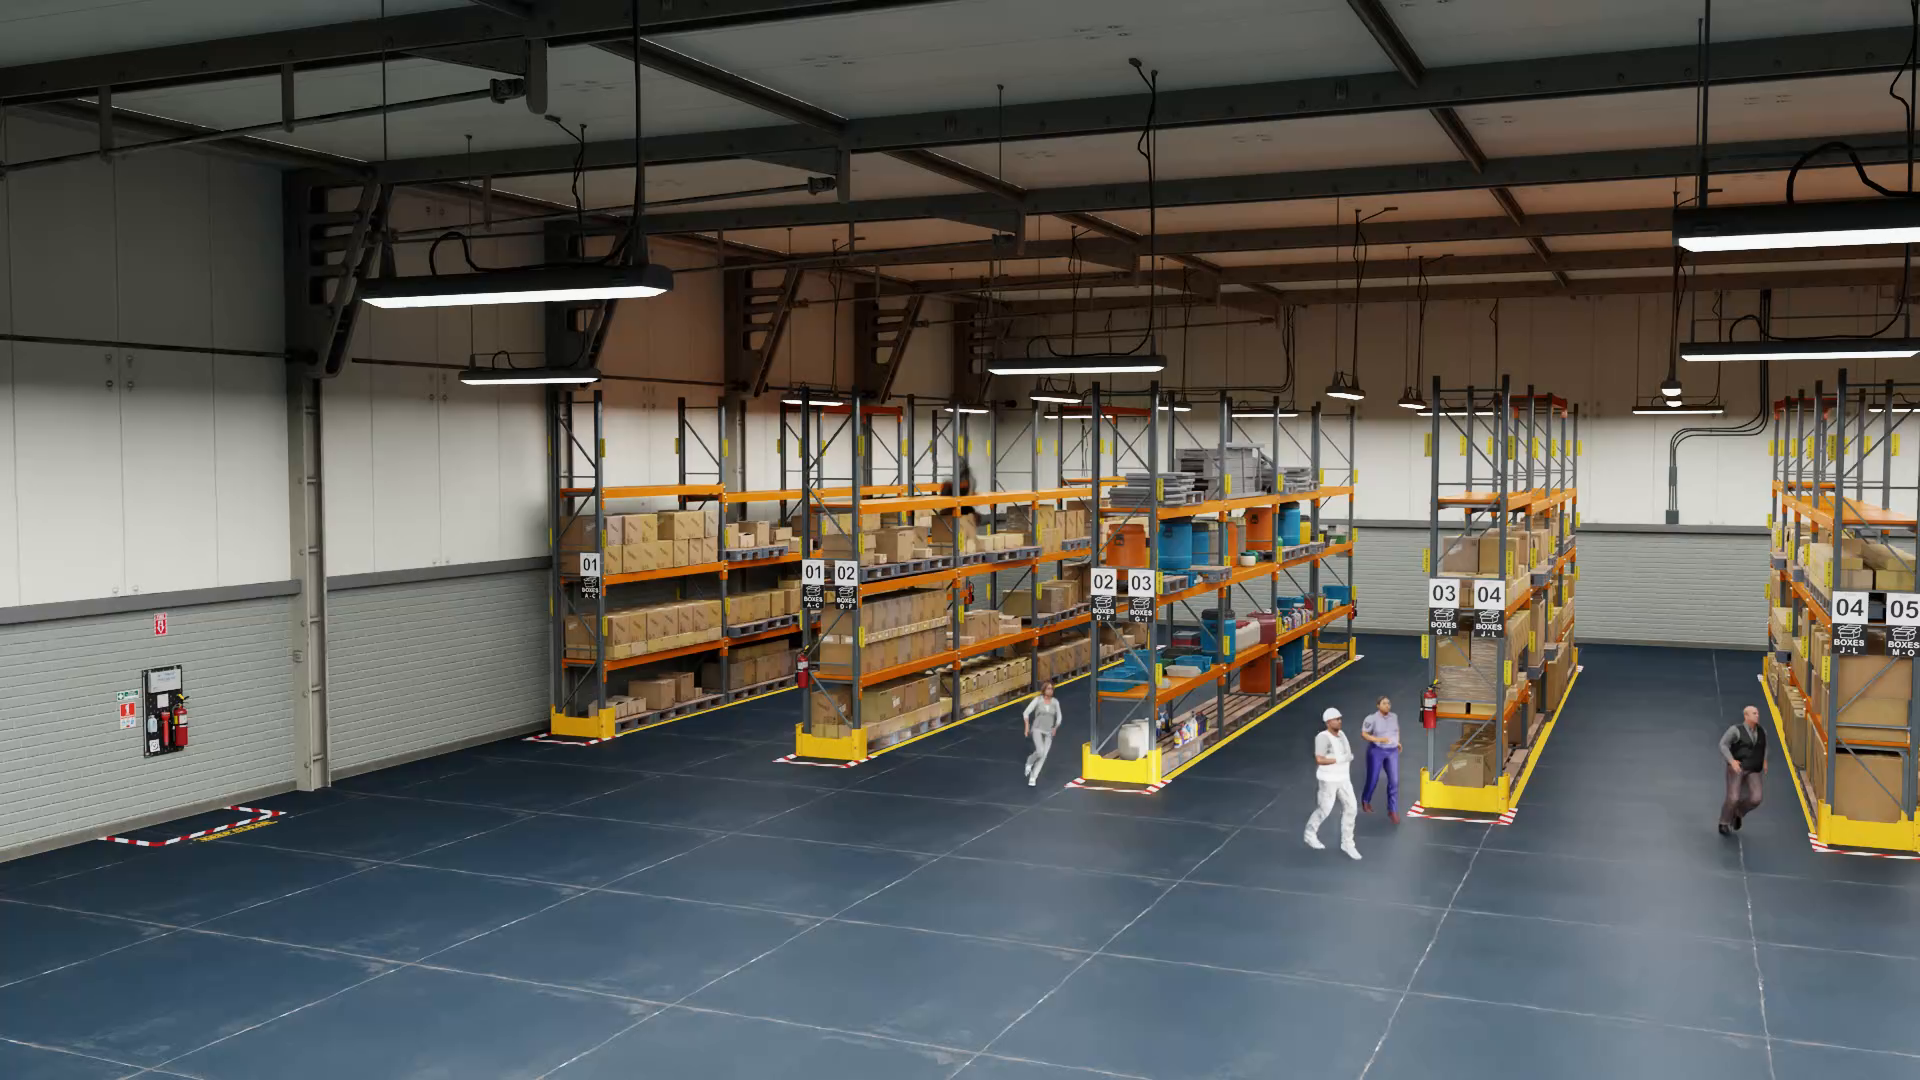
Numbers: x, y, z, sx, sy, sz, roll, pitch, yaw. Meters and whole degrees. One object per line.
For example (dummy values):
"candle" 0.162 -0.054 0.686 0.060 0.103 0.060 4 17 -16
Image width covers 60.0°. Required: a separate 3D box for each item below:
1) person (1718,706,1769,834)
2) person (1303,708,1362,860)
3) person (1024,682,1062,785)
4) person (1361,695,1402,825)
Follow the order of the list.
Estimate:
"person" 10.188 2.984 21.498 0.714 1.664 0.528 0 3 1
"person" 4.561 2.972 20.400 0.664 1.836 0.775 -3 4 -39
"person" 1.256 2.881 24.683 0.569 1.511 0.478 -1 3 -12
"person" 5.698 2.924 22.422 0.615 1.671 0.821 0 3 -8
